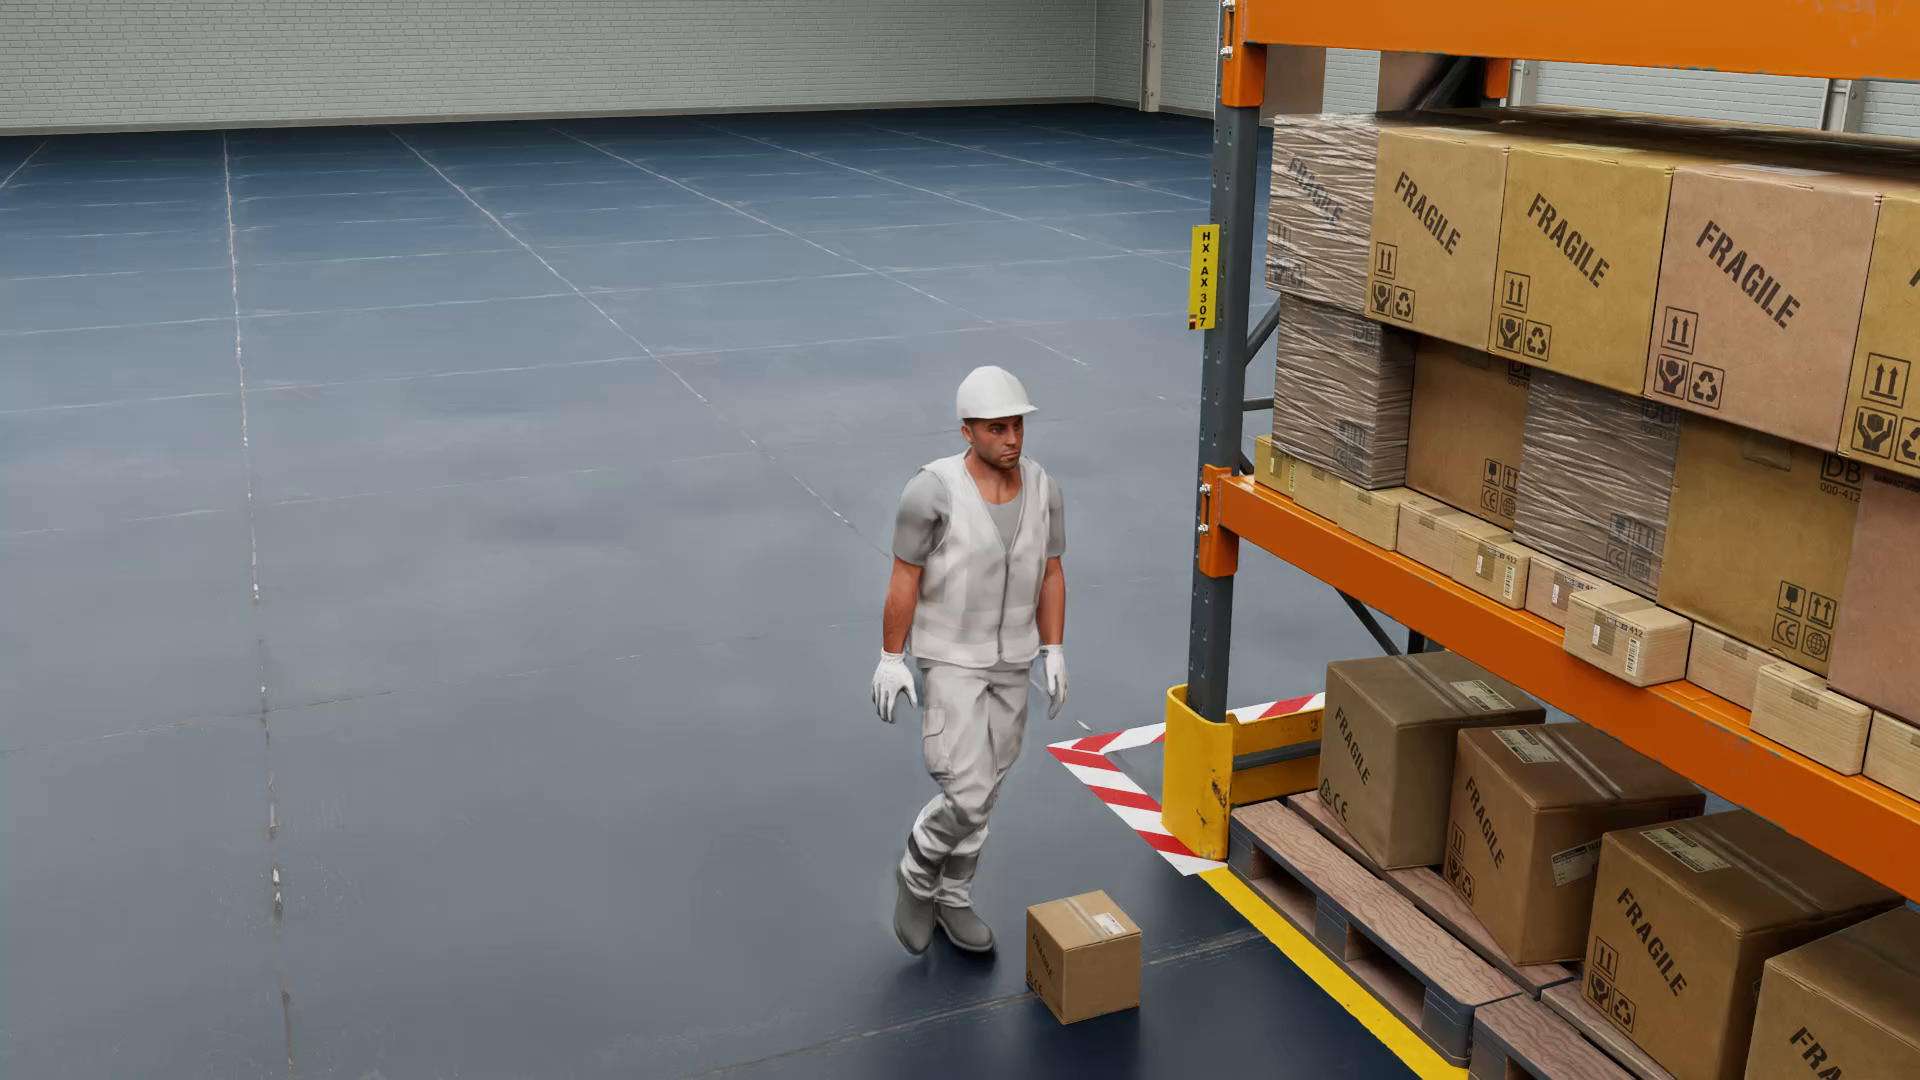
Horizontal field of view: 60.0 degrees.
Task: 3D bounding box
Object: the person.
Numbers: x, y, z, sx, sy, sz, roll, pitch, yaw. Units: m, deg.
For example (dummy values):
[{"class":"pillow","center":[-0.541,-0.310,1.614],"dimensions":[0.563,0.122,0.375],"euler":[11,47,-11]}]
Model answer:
[{"class":"person","center":[0.079,0.382,4.857],"dimensions":[0.606,1.788,0.461],"euler":[-11,22,-30]}]
